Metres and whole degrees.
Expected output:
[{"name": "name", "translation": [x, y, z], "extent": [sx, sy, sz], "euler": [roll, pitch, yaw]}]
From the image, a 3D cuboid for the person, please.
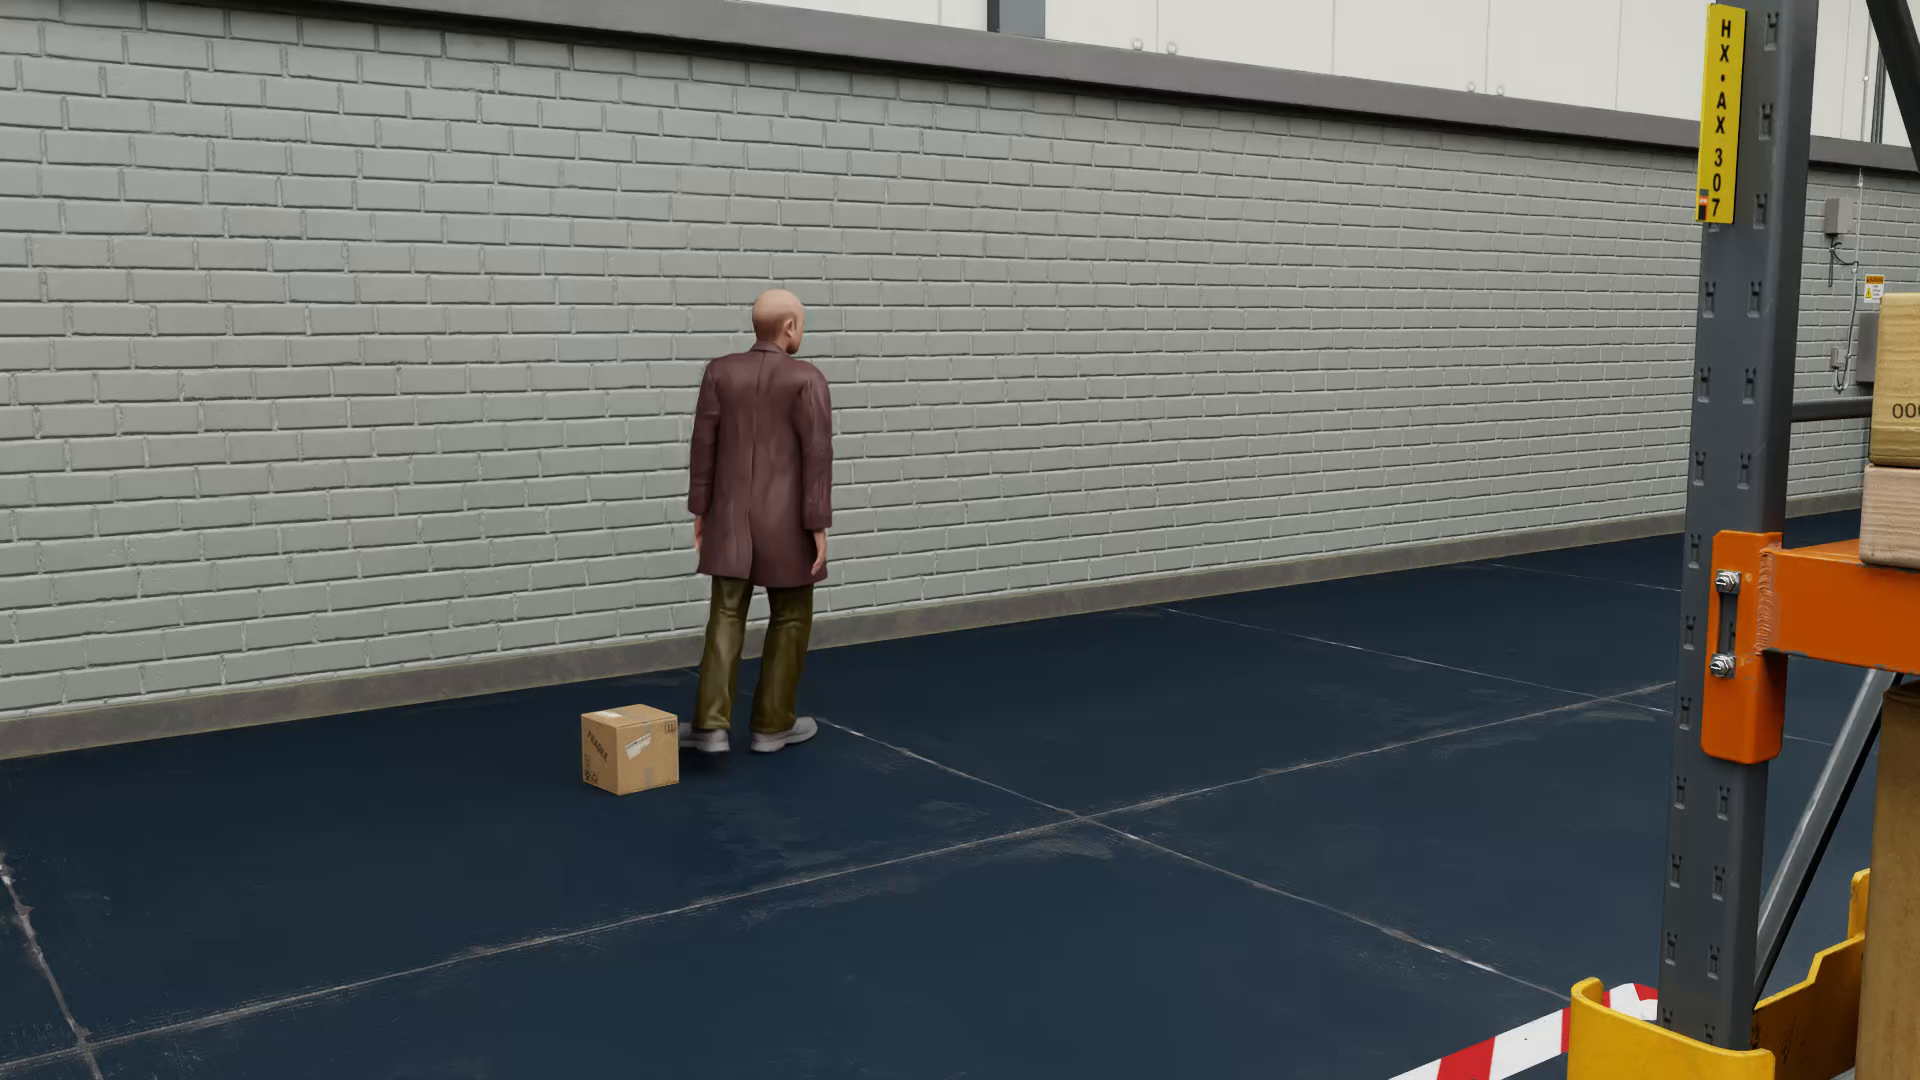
[{"name": "person", "translation": [-0.744, -0.070, 6.346], "extent": [0.628, 1.773, 0.574], "euler": [3, 8, 22]}]
